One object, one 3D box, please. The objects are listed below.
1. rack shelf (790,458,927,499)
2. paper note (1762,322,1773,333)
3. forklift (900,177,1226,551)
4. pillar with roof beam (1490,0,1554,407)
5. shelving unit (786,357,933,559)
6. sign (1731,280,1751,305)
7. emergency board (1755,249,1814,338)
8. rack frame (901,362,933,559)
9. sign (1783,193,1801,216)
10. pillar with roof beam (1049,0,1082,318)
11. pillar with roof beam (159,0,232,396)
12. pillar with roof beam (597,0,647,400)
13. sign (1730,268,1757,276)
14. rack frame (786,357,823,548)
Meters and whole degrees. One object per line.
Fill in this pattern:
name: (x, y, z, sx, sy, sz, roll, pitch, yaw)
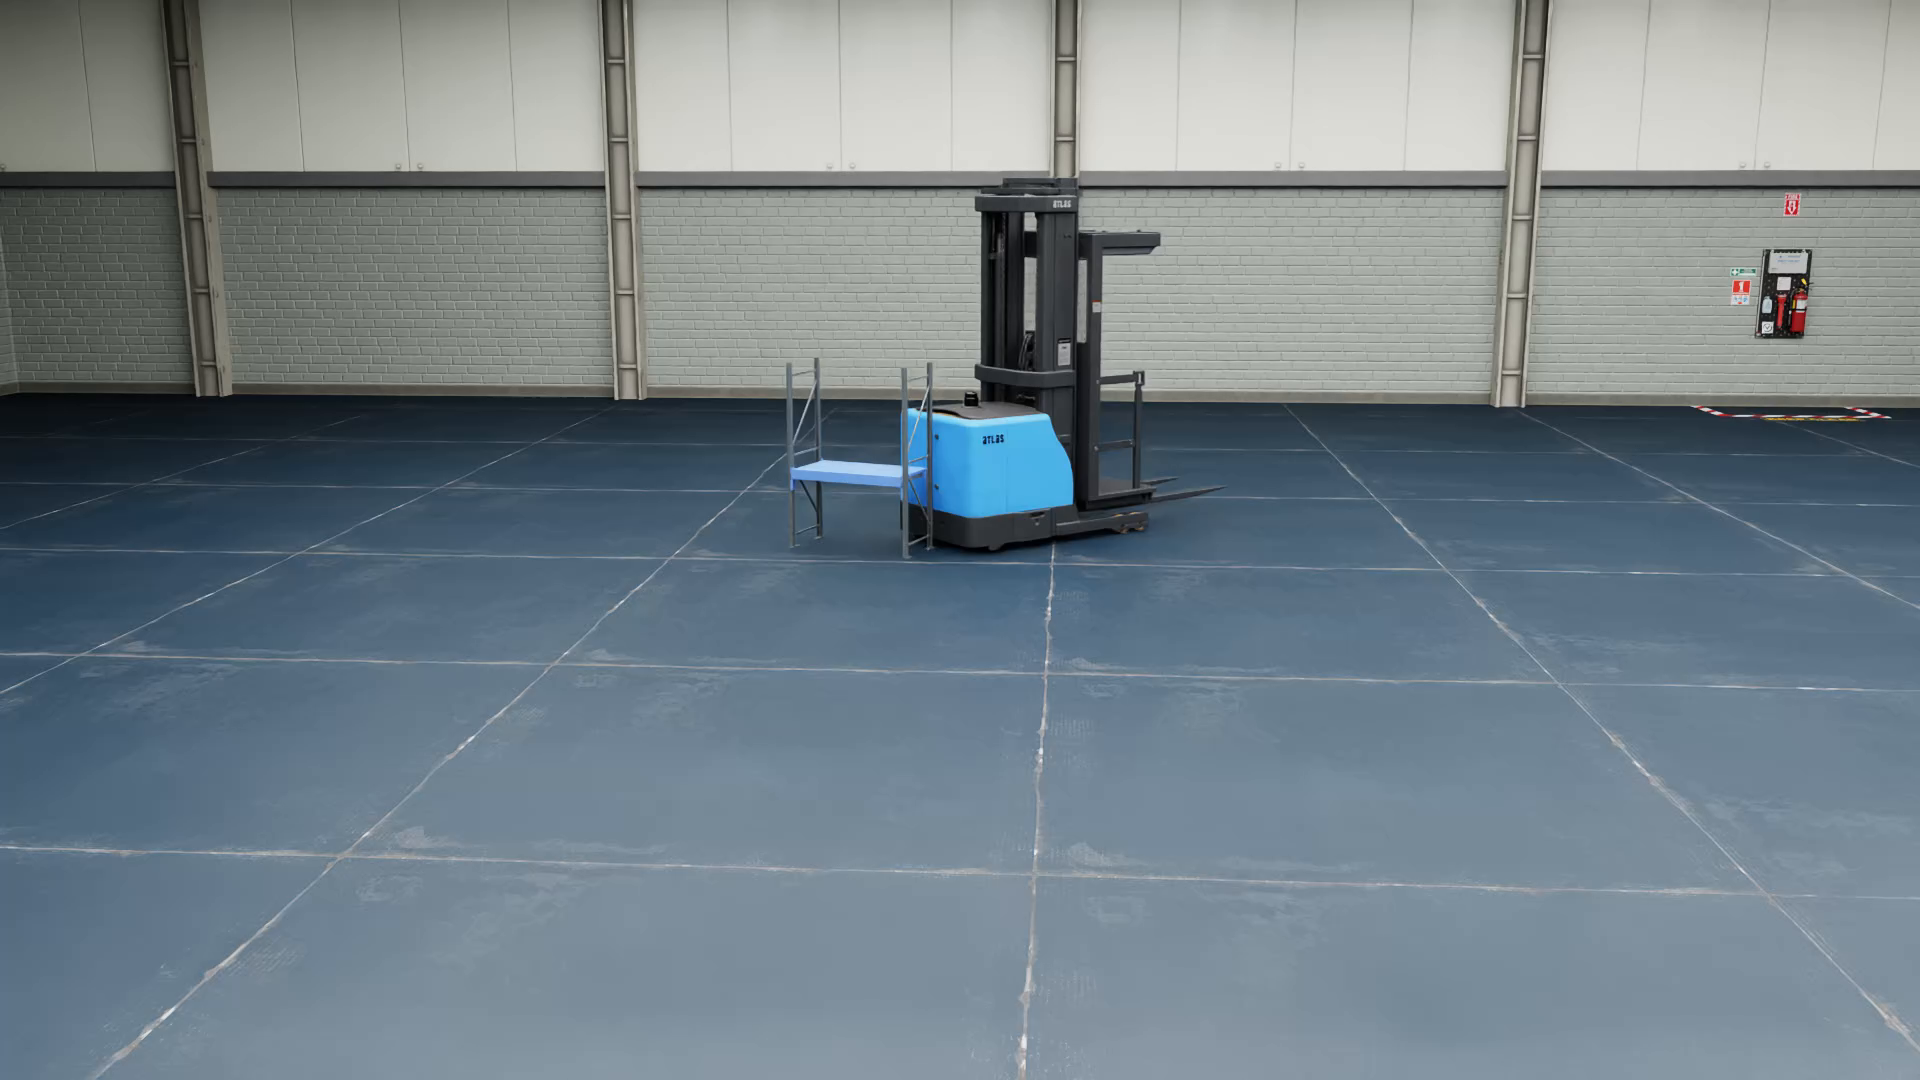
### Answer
rack shelf: (-0.798, -0.495, 13.351, 1.000, 0.185, 0.538, 5, 13, 24)
paper note: (10.733, -2.824, 22.095, 0.142, 0.148, 0.016, 1, 12, 4)
forklift: (0.985, -1.565, 14.093, 3.031, 2.935, 1.130, -9, 15, -36)
pillar with roof beam: (7.094, -5.336, 17.301, 0.400, 9.000, 9.100, 1, 12, 4)
shelving unit: (-0.798, -0.671, 13.314, 1.048, 1.500, 0.538, 5, 13, 24)
sign: (10.360, -3.285, 22.059, 0.234, 0.329, 0.001, 1, 12, 4)
emergency board: (10.905, -3.239, 21.926, 0.643, 1.169, 0.194, 1, 12, 4)
rack frame: (-0.334, -0.629, 13.111, 0.032, 1.500, 0.500, 5, 13, 24)
sign: (10.904, -4.394, 21.786, 0.199, 0.298, 0.001, 1, 12, 4)
pillar with roof beam: (1.107, -5.418, 17.693, 0.400, 9.000, 9.100, 1, 12, 4)
pillar with roof beam: (-10.866, -5.583, 18.478, 0.400, 9.000, 9.100, 1, 12, 4)
pillar with roof beam: (-4.879, -5.501, 18.086, 0.400, 9.000, 9.100, 1, 12, 4)
sign: (10.364, -3.543, 21.996, 0.331, 0.109, 0.001, 1, 12, 4)
rack frame: (-1.262, -0.714, 13.517, 0.032, 1.500, 0.500, 5, 13, 24)
